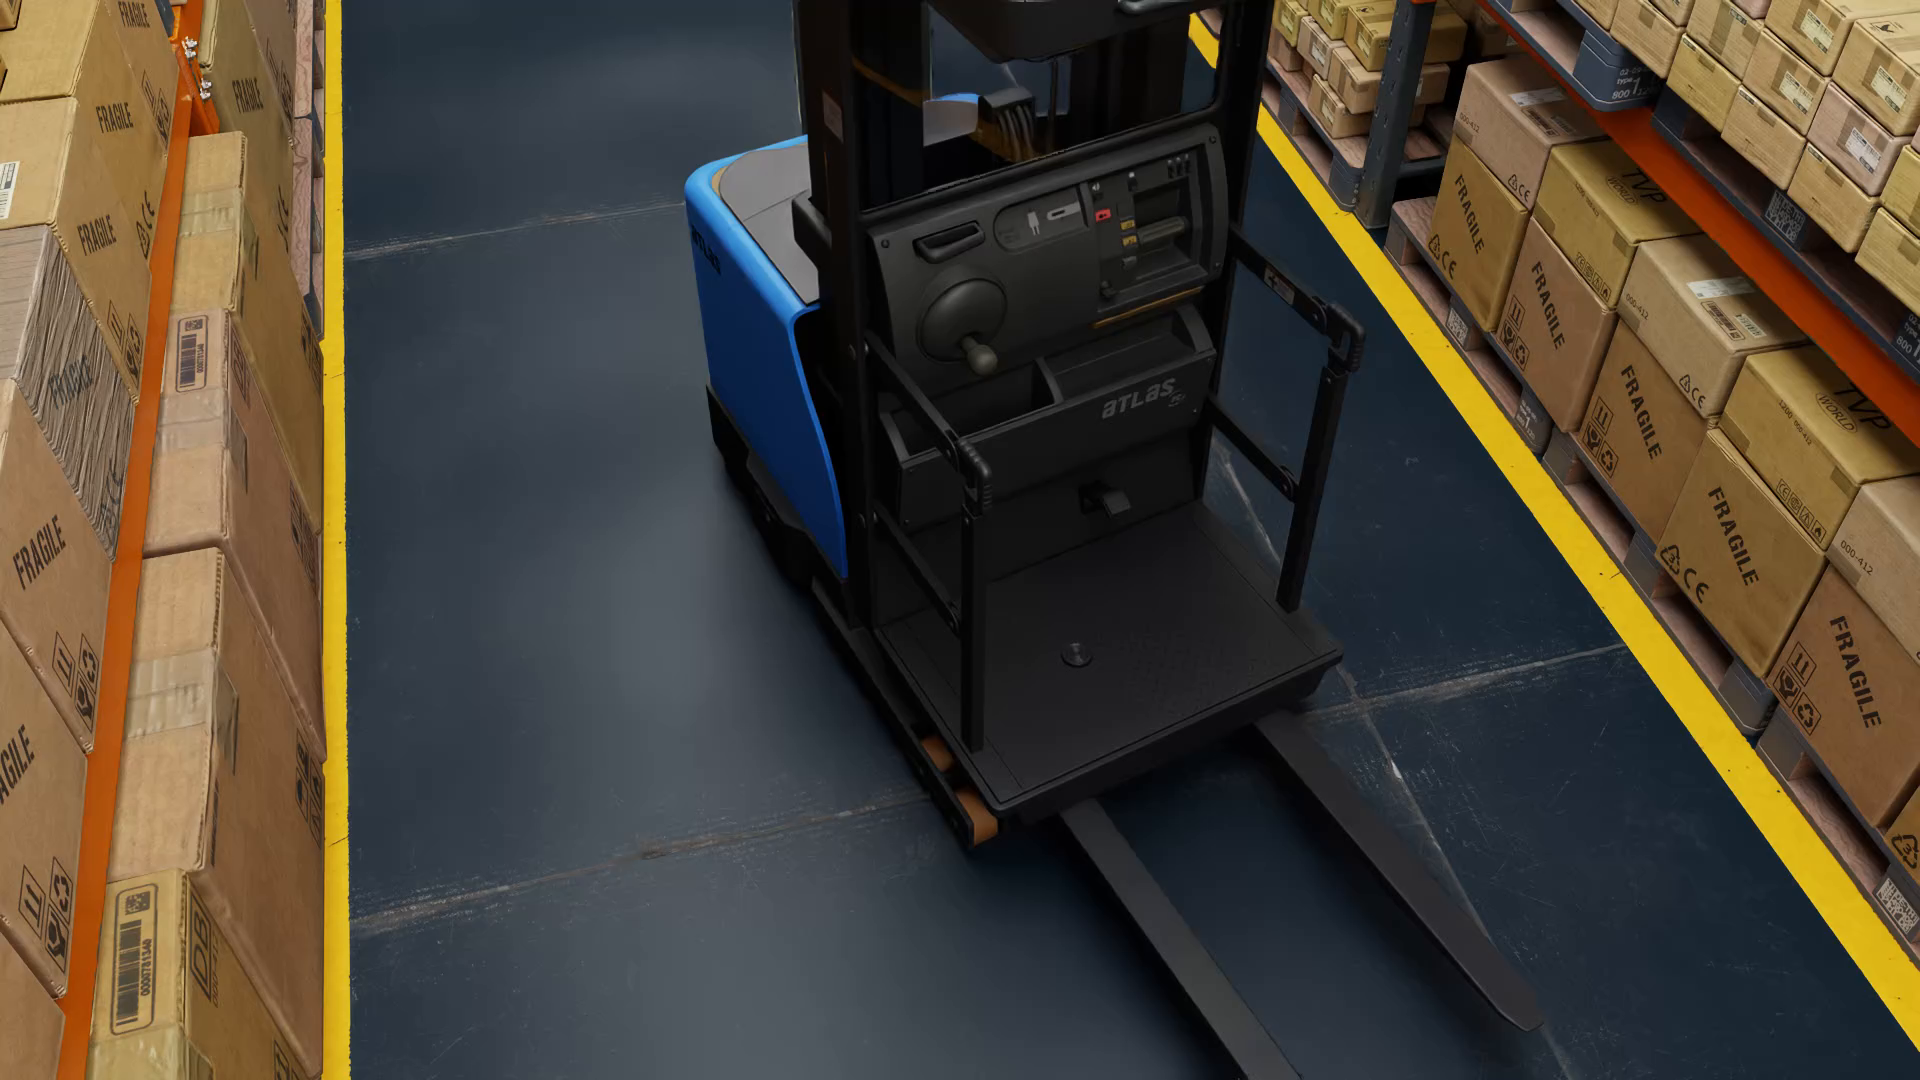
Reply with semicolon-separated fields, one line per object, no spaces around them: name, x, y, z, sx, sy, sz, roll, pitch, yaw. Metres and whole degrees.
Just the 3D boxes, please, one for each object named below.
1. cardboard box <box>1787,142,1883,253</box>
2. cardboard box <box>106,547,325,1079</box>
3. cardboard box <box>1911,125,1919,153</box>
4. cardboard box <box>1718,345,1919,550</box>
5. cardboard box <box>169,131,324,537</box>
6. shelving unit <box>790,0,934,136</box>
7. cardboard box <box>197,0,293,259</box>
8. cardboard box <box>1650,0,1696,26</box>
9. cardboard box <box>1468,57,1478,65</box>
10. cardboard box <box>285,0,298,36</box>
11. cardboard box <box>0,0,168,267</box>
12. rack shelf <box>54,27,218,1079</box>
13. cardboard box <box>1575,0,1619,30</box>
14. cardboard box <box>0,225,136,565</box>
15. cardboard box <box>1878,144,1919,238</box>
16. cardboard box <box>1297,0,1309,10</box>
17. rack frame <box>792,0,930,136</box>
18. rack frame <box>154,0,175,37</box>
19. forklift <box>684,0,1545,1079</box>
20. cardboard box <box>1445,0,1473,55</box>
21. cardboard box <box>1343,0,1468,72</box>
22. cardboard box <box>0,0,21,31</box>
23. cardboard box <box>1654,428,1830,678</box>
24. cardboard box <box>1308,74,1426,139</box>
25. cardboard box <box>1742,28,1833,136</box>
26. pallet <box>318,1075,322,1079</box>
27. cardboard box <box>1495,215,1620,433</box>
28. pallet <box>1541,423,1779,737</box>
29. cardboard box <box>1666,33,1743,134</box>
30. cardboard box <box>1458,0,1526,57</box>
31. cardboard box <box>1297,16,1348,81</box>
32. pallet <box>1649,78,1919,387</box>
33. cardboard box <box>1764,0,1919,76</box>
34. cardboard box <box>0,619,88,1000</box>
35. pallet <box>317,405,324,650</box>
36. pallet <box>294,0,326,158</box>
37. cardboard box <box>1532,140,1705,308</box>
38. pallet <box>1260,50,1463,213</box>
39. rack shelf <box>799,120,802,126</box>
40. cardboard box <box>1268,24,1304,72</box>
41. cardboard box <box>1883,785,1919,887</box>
cardboard box;2.165;-0.814;3.830;0.380;0.149;0.250;-9;46;-9
cardboard box;-2.139;0.725;3.633;1.225;0.875;0.875;-11;47;-10
cardboard box;2.233;-0.840;3.438;0.380;0.149;0.250;-11;47;-10
cardboard box;2.375;-0.271;4.347;0.500;0.250;0.500;-10;46;-9
cardboard box;-2.603;-0.502;4.835;1.225;0.875;0.875;-11;47;-10
shelving unit;-0.330;-1.422;5.593;0.431;1.500;0.755;-4;46;-4
cardboard box;-2.878;-1.410;5.725;0.875;0.875;0.875;-11;47;-10
cardboard box;1.964;-1.459;4.253;0.380;0.149;0.250;-9;46;-9
cardboard box;2.252;-1.833;6.648;0.380;0.149;0.250;-13;47;-12
cardboard box;-3.336;-2.646;6.937;0.875;0.875;0.875;-11;47;-10
cardboard box;-2.282;-0.956;4.016;0.500;0.500;0.500;-9;46;-9
rack shelf;-2.274;0.096;3.559;1.077;0.370;4.000;-11;47;-10
cardboard box;1.891;-1.539;4.540;0.380;0.149;0.250;-10;46;-10
cardboard box;-2.018;-0.249;3.324;0.500;0.500;0.500;-11;47;-10
cardboard box;2.227;-0.743;3.552;0.380;0.149;0.250;-11;47;-11
cardboard box;1.517;-2.269;6.659;0.380;0.149;0.250;-11;47;-11
rack frame;-0.294;-1.162;5.338;0.400;1.500;0.023;-4;46;-4
rack frame;-2.786;-1.537;4.656;1.000;3.000;0.127;-11;47;-10
forklift;0.336;-0.589;3.775;1.130;2.935;3.031;-21;49;-20
cardboard box;2.100;-2.094;6.696;0.380;0.149;0.250;-10;46;-10
cardboard box;1.692;-1.929;6.326;0.380;0.149;0.250;-9;46;-9
cardboard box;-2.615;-1.483;3.831;0.797;0.503;0.637;-12;47;-11
cardboard box;2.357;-0.012;4.618;0.500;0.500;0.500;-13;47;-12
cardboard box;1.605;-1.731;6.549;0.380;0.149;0.250;-10;46;-10
cardboard box;2.093;-1.101;3.903;0.380;0.149;0.250;-12;47;-11
pallet;-1.891;1.643;3.492;1.003;0.211;1.213;-11;47;-10
cardboard box;2.104;-0.722;5.314;0.500;0.500;0.500;-9;46;-9
pallet;2.551;-0.017;5.118;1.003;0.211;1.213;-11;47;-10
cardboard box;2.030;-1.176;4.184;0.380;0.149;0.250;-11;47;-11
cardboard box;2.147;-2.007;6.402;0.380;0.149;0.250;-9;46;-9
cardboard box;1.565;-1.971;6.575;0.380;0.149;0.250;-13;47;-12
pallet;2.512;-0.904;4.170;1.003;0.211;1.213;-11;47;-10
cardboard box;2.095;-1.207;3.798;0.380;0.149;0.250;-9;46;-9
cardboard box;-1.758;0.449;2.640;0.500;0.500;0.500;-12;47;-11
pallet;-2.516;-0.042;5.143;1.003;0.211;1.213;-11;47;-10
pallet;-3.221;-1.944;7.007;1.003;0.211;1.213;-11;47;-10
cardboard box;2.107;-0.983;5.044;0.500;0.250;0.500;-10;46;-9
pallet;1.828;-1.855;6.920;1.003;0.211;1.213;-11;47;-10
rack shelf;-0.330;-1.193;5.826;0.431;0.370;0.720;-4;46;-4
cardboard box;1.489;-2.097;6.907;0.380;0.149;0.250;-12;47;-12
cardboard box;2.637;0.709;3.911;0.500;0.500;0.500;-11;47;-11
